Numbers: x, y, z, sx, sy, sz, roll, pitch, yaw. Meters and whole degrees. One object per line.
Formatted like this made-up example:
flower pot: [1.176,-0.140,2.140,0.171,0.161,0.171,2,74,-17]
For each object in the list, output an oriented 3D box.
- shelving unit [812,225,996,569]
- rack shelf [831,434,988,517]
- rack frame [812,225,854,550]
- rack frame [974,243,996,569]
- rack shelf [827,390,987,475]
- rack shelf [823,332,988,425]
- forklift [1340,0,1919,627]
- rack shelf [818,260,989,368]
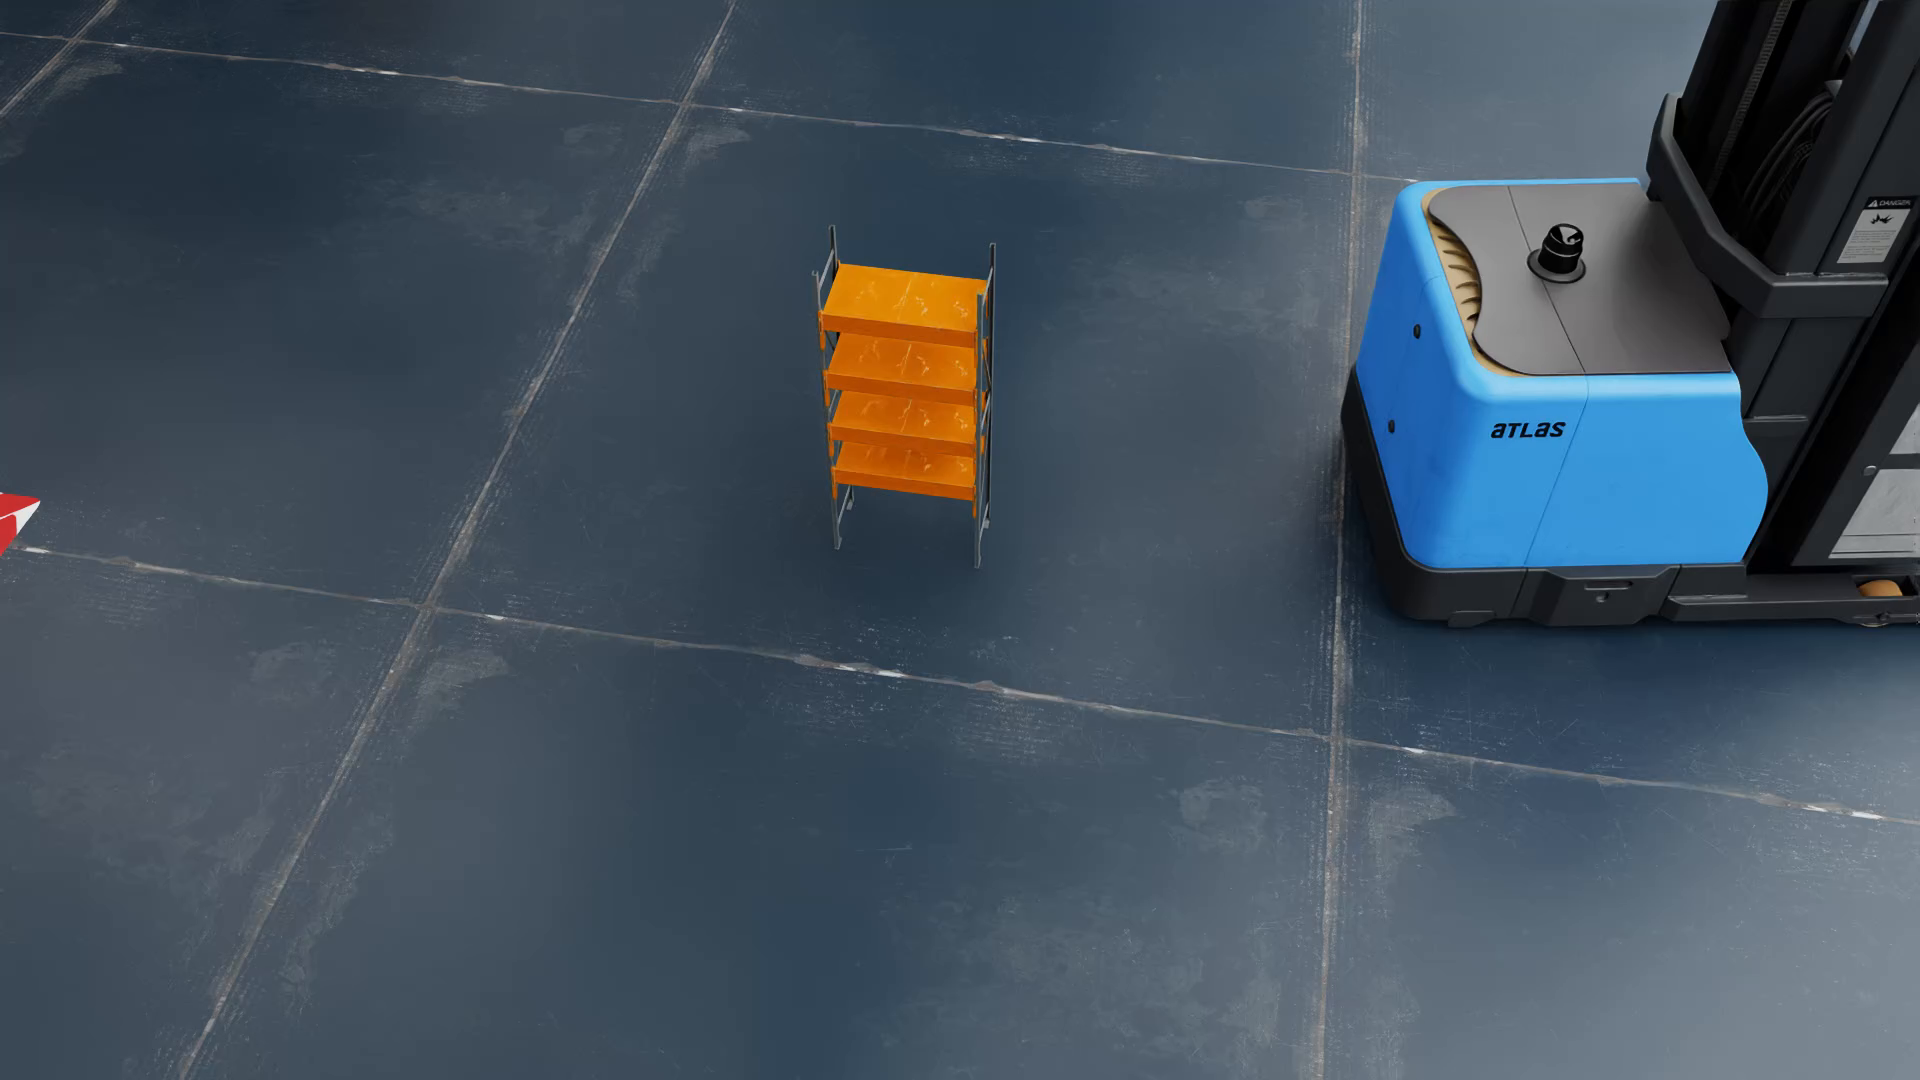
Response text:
shelving unit: [-0.163,-0.423,5.323,0.503,1.200,0.258,8,49,7]
rack shelf: [-0.163,-0.245,5.521,0.480,0.148,0.258,8,49,7]
rack frame: [-0.403,-0.455,5.352,0.015,1.200,0.240,8,49,7]
rack frame: [0.077,-0.391,5.294,0.015,1.200,0.240,8,49,7]
rack shelf: [-0.163,-0.378,5.373,0.480,0.148,0.258,8,49,7]
rack shelf: [-0.163,-0.527,5.207,0.480,0.148,0.258,8,49,7]
forklift: [2.910,-1.090,4.759,3.031,2.935,1.130,-1,48,-1]
rack shelf: [-0.163,-0.686,5.031,0.480,0.148,0.258,8,49,7]
